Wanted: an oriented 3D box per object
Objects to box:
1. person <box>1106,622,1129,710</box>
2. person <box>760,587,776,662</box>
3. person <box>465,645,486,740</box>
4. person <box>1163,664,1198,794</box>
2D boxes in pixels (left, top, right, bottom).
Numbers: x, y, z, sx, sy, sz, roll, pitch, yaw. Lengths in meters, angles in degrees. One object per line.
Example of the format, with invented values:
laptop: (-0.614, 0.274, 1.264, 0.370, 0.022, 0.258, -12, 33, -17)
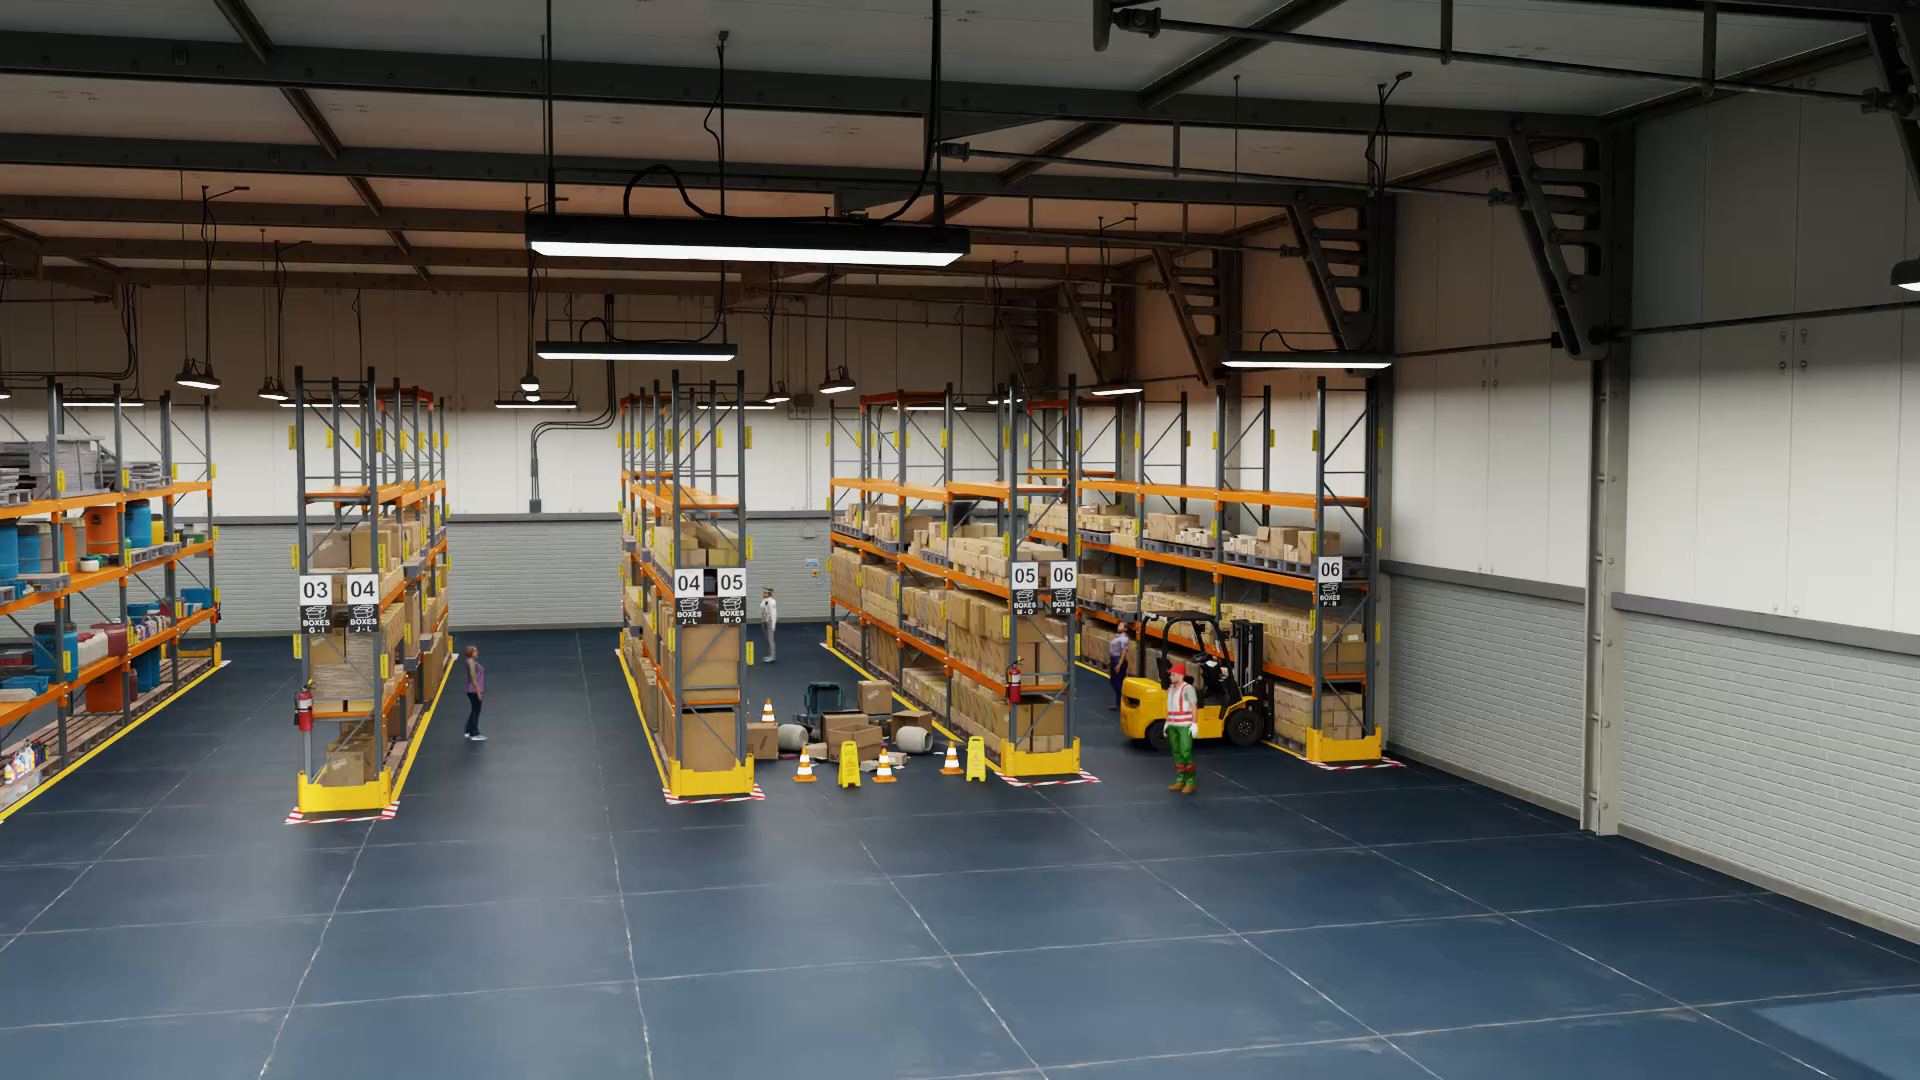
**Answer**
person: (2.936, 2.362, 31.001, 0.419, 1.665, 0.571, 0, 3, 5)
person: (-4.363, 1.901, 37.808, 0.328, 1.691, 0.551, -2, 4, -35)
person: (-8.084, 2.551, 27.751, 0.319, 1.616, 0.462, -2, 4, -33)
person: (3.135, 2.692, 23.828, 0.381, 1.822, 0.605, -2, 4, -35)
